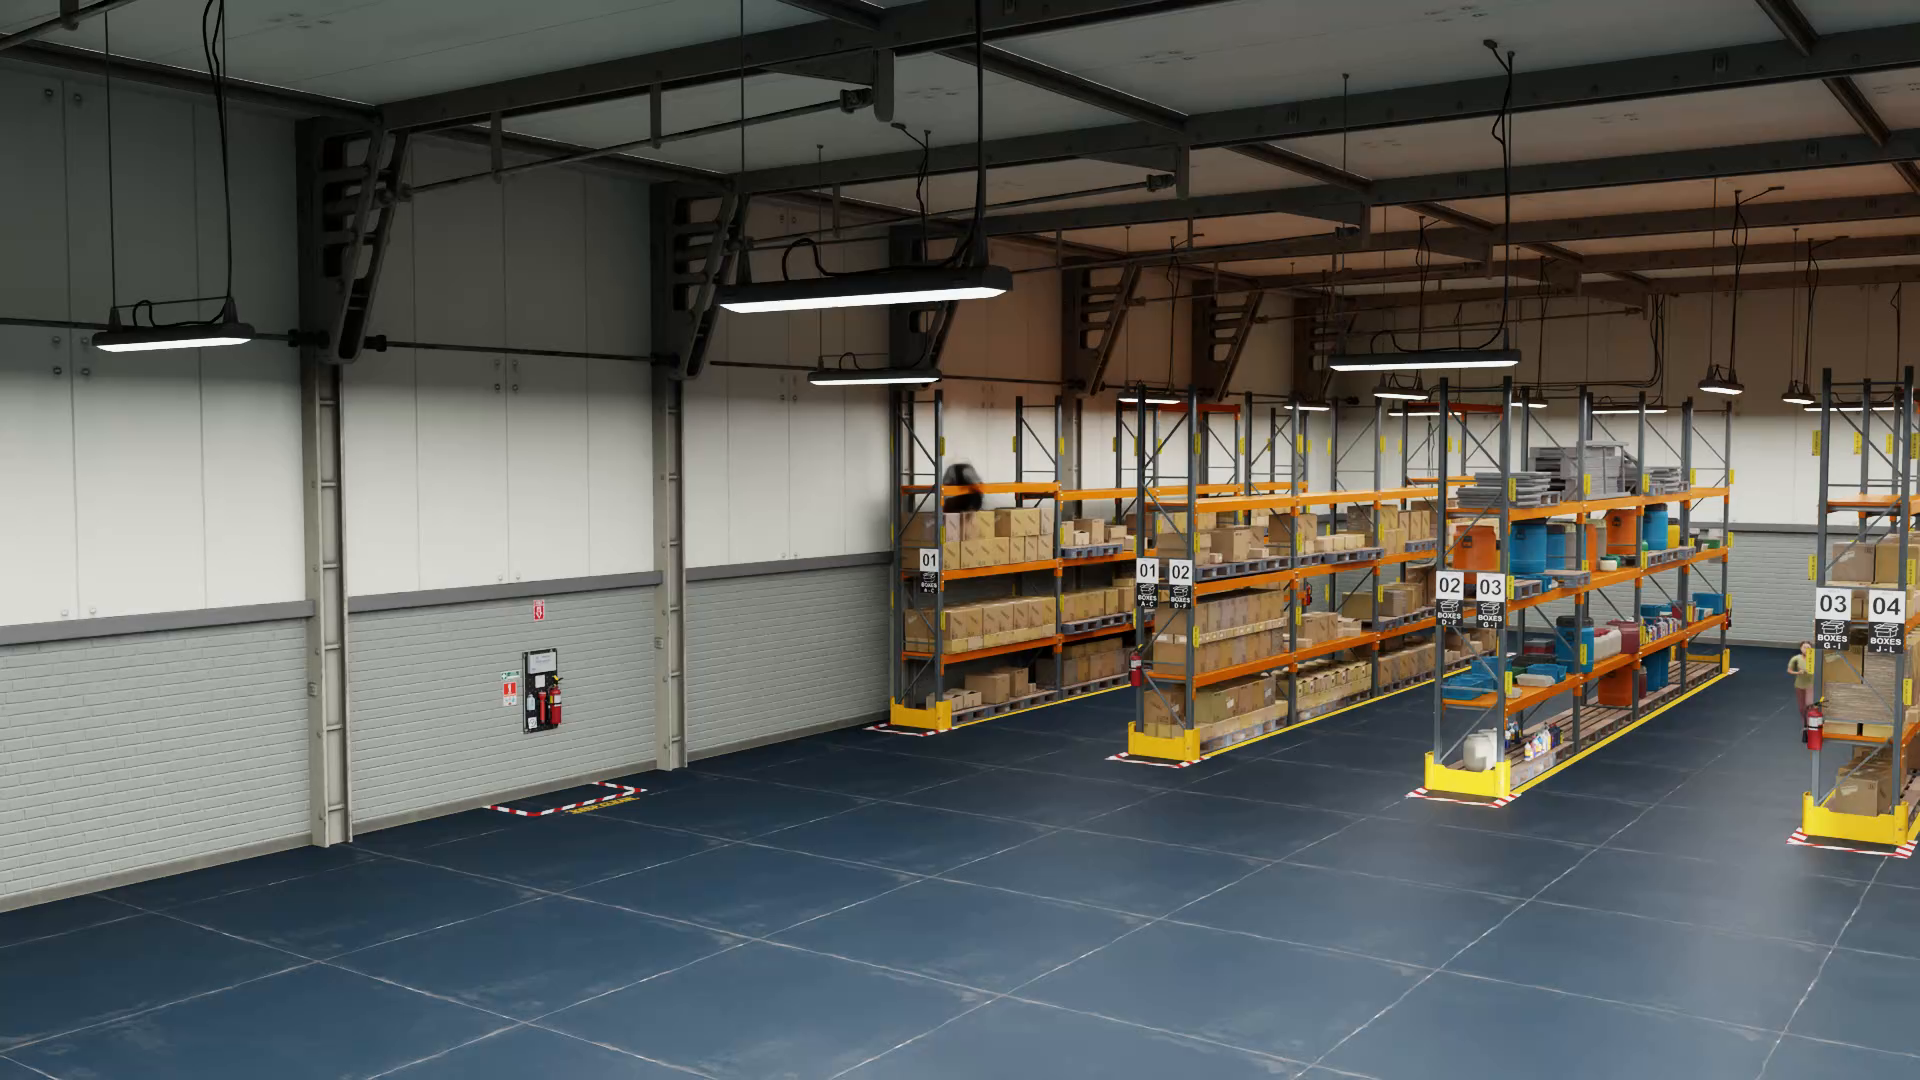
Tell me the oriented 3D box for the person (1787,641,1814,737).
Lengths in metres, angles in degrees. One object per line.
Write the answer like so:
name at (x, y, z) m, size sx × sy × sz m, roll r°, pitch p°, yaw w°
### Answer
person at (14.555, 2.564, 28.611) m, size 0.599 × 1.703 × 0.823 m, roll 2°, pitch 4°, yaw 28°
